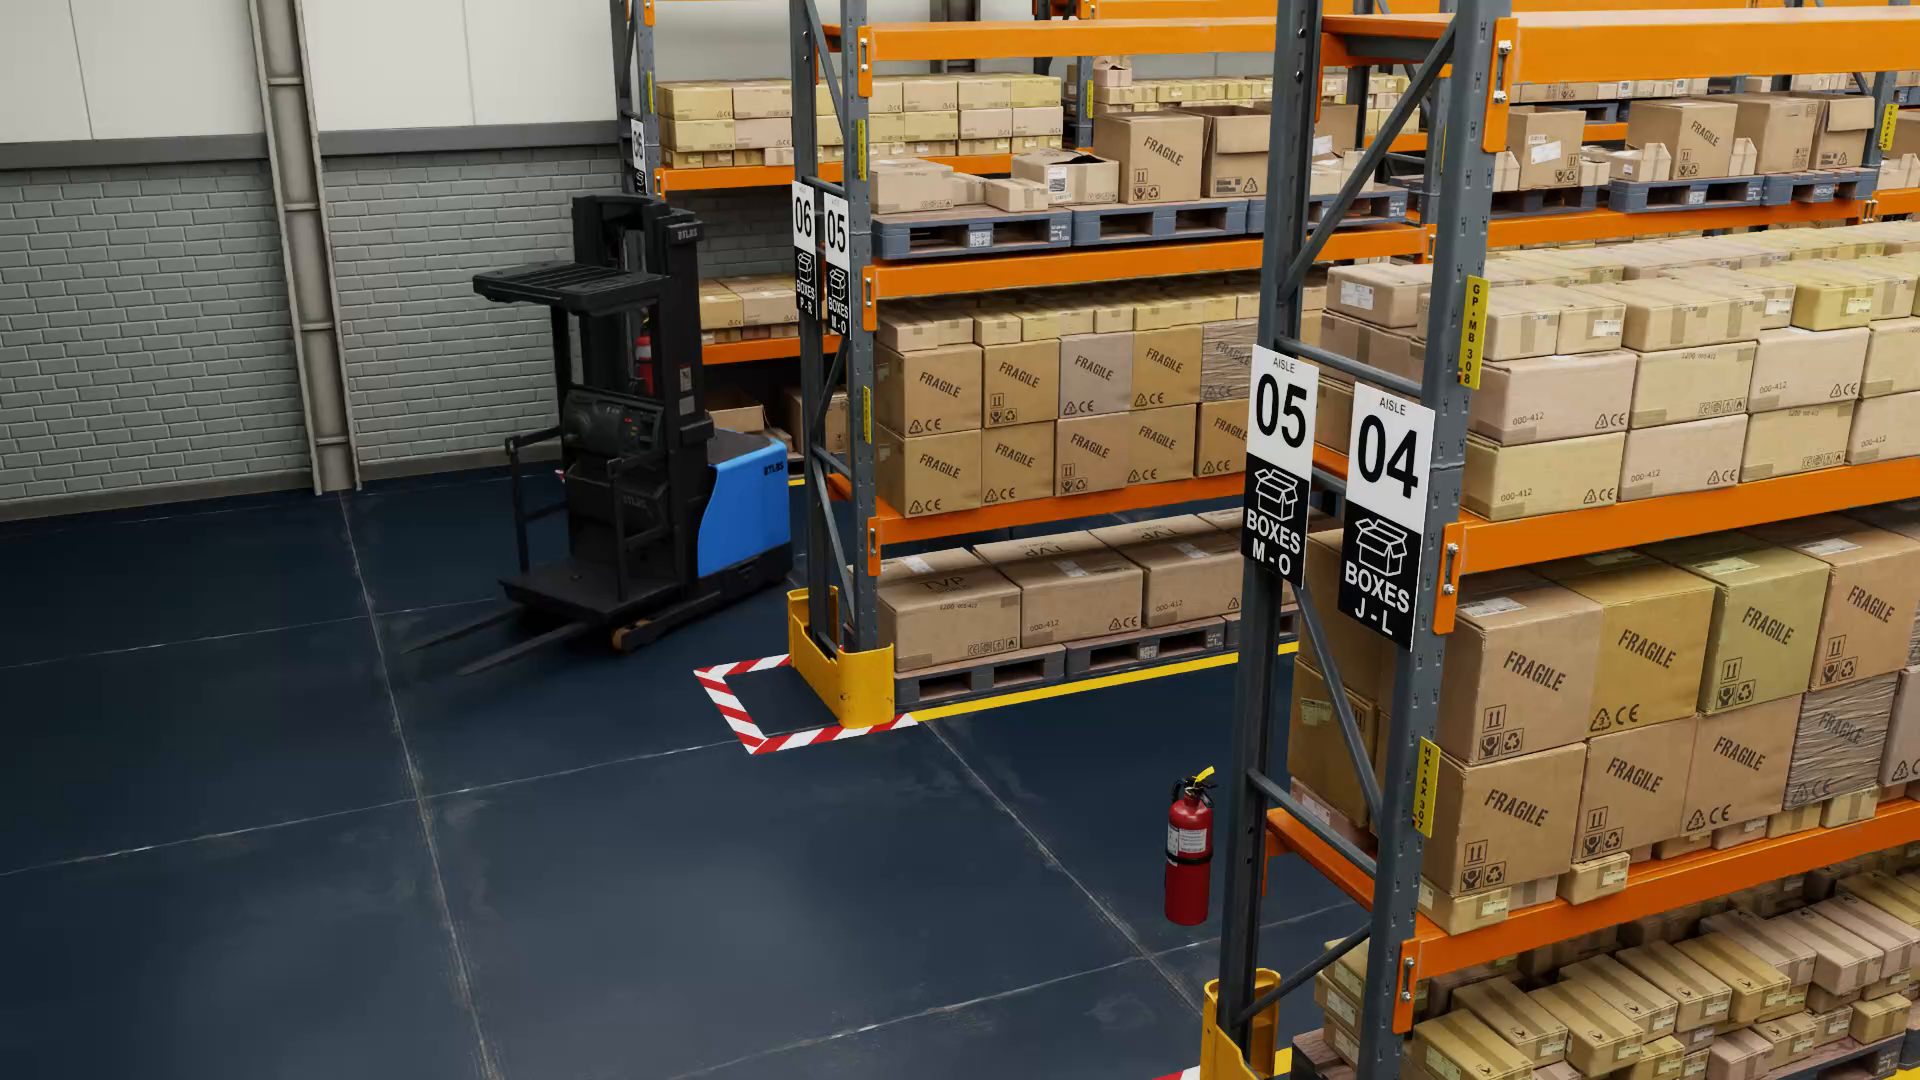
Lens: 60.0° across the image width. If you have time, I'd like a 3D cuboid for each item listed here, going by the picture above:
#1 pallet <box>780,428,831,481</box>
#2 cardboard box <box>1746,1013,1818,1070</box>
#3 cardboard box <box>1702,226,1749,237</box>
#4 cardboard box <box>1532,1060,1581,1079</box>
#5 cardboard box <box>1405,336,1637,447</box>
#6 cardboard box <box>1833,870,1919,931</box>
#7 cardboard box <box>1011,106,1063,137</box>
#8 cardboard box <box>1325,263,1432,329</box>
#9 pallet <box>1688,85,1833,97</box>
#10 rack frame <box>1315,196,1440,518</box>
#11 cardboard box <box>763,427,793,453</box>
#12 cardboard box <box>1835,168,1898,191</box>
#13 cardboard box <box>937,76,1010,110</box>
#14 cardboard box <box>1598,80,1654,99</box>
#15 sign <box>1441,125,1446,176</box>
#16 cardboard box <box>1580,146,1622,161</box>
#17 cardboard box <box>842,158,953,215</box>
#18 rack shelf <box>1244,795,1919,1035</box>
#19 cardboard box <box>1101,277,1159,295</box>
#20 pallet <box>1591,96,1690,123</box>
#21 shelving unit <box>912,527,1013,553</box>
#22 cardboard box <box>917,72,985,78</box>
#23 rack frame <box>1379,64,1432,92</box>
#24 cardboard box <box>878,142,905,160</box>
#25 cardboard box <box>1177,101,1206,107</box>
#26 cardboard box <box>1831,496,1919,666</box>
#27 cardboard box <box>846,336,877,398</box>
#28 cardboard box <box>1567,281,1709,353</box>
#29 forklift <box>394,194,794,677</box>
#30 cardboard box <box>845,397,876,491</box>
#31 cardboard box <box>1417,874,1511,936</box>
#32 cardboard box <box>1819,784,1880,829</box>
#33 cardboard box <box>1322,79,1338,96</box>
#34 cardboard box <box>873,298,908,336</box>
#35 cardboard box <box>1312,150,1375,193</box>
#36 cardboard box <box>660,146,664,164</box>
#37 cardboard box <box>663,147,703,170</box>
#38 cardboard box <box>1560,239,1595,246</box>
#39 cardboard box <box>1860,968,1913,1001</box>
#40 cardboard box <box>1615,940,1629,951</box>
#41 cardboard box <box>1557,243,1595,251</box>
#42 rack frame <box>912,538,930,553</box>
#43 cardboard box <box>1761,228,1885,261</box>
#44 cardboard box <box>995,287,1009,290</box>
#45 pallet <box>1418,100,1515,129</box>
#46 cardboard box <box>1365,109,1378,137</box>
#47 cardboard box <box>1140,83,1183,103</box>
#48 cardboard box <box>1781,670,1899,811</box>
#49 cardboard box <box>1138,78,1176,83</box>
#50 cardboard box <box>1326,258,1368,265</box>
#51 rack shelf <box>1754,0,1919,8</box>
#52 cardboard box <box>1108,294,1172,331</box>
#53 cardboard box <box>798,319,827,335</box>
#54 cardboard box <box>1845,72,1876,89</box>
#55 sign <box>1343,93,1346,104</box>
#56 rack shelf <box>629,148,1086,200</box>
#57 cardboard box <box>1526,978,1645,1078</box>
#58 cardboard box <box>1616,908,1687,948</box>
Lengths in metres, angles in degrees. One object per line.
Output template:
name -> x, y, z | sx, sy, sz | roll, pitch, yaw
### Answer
pallet -> -1.922, -0.761, 15.366 | 1.213, 0.211, 1.003 | -8, 21, -22
cardboard box -> 3.323, 2.016, 6.941 | 0.250, 0.149, 0.380 | -8, 21, -22
cardboard box -> 8.806, -3.566, 18.982 | 0.500, 0.500, 0.500 | -9, 21, -23
cardboard box -> 2.156, 2.045, 6.410 | 0.250, 0.149, 0.380 | -8, 21, -22
cardboard box -> 1.815, -0.512, 5.415 | 0.500, 0.250, 0.500 | -8, 21, -21
cardboard box -> 4.035, 1.605, 7.211 | 0.250, 0.149, 0.380 | -7, 21, -20
cardboard box -> 0.606, -3.832, 15.150 | 0.500, 0.250, 0.500 | -8, 21, -22
cardboard box -> 1.489, -0.853, 5.785 | 0.250, 0.149, 0.380 | -8, 21, -22
pallet -> 9.068, -5.033, 18.917 | 1.213, 0.211, 1.003 | -8, 21, -22
rack frame -> 2.919, -0.974, 11.773 | 0.127, 3.000, 1.000 | -8, 21, -22
cardboard box -> -1.719, -0.910, 15.251 | 0.250, 0.149, 0.380 | -9, 21, -24
cardboard box -> 6.949, -2.786, 12.781 | 0.250, 0.149, 0.380 | -8, 21, -22
cardboard box -> 0.119, -3.999, 14.870 | 0.500, 0.250, 0.500 | -9, 21, -23
cardboard box -> 7.022, -4.887, 17.721 | 0.500, 0.311, 0.500 | -9, 21, -24
sign -> 3.140, -2.501, 10.695 | 0.005, 0.325, 0.100 | -8, 21, -22
cardboard box -> 4.596, -2.772, 12.080 | 0.250, 0.166, 0.380 | -6, 20, -17
cardboard box -> -0.376, -2.124, 9.965 | 0.500, 0.250, 0.500 | -10, 22, -27
rack shelf -> 3.136, 1.124, 6.896 | 4.000, 0.370, 1.077 | -8, 21, -22
cardboard box -> 1.121, -1.642, 11.036 | 0.250, 0.149, 0.380 | -8, 21, -22
pallet -> 7.490, -4.745, 18.252 | 1.217, 0.209, 0.805 | -9, 21, -24
shelving unit -> 0.006, -0.708, 13.275 | 0.755, 1.500, 0.431 | -8, 21, -22
cardboard box -> -0.087, -4.156, 15.319 | 0.500, 0.250, 0.500 | -9, 21, -23
rack frame -> 4.622, -5.843, 16.568 | 0.127, 3.000, 1.000 | -8, 21, -22
cardboard box -> -0.666, -3.435, 14.623 | 0.250, 0.149, 0.380 | -8, 21, -21
cardboard box -> 2.093, -4.041, 15.561 | 0.250, 0.149, 0.380 | -8, 21, -21
cardboard box -> 3.700, 0.140, 6.505 | 0.500, 0.500, 0.500 | -8, 21, -21
cardboard box -> -0.405, -1.103, 10.482 | 0.500, 0.500, 0.500 | -7, 21, -20
cardboard box -> 2.207, -0.735, 5.448 | 0.250, 0.149, 0.380 | -8, 21, -22
forklift -> -2.530, -0.795, 11.365 | 1.130, 2.935, 3.031 | 13, 23, 33
cardboard box -> -0.416, -0.639, 10.671 | 0.500, 0.500, 0.500 | -8, 21, -22
cardboard box -> 1.727, 1.224, 5.908 | 0.250, 0.149, 0.380 | -8, 21, -22
cardboard box -> 3.396, 0.977, 6.609 | 0.250, 0.149, 0.380 | -8, 21, -21
cardboard box -> 3.463, -4.414, 16.203 | 0.250, 0.149, 0.380 | -9, 21, -23
cardboard box -> -0.504, -1.381, 10.295 | 0.250, 0.149, 0.380 | -8, 21, -21
cardboard box -> 2.459, -2.389, 10.695 | 0.258, 0.266, 0.396 | -7, 21, -20
cardboard box -> -2.521, -3.370, 14.439 | 0.250, 0.149, 0.380 | -8, 21, -20
cardboard box -> -2.338, -3.229, 14.037 | 0.250, 0.149, 0.380 | -8, 21, -21
cardboard box -> 6.534, -3.366, 18.040 | 0.500, 0.250, 0.500 | -8, 21, -21
cardboard box -> 3.831, 1.789, 7.136 | 0.250, 0.149, 0.380 | -8, 21, -21
cardboard box -> 2.861, 1.729, 7.308 | 0.250, 0.149, 0.380 | -7, 21, -19
cardboard box -> 6.538, -3.129, 18.118 | 0.500, 0.250, 0.500 | -7, 21, -20
rack frame -> -0.330, -0.660, 13.139 | 0.023, 1.500, 0.400 | -8, 21, -22
cardboard box -> 3.384, -1.123, 6.552 | 0.250, 0.149, 0.380 | -7, 21, -19
cardboard box -> 0.124, -2.345, 15.444 | 0.500, 0.250, 0.500 | -8, 21, -22
pallet -> 5.210, -4.456, 17.429 | 1.003, 0.211, 1.213 | -7, 21, -19
cardboard box -> 3.786, -4.150, 16.501 | 0.500, 0.250, 0.500 | -8, 21, -22
cardboard box -> 1.864, -4.152, 15.429 | 0.250, 0.149, 0.380 | -9, 21, -23
cardboard box -> 3.223, 0.678, 6.481 | 0.500, 0.500, 0.500 | -9, 21, -23
cardboard box -> 1.875, -4.352, 15.997 | 0.250, 0.149, 0.380 | -8, 21, -20
cardboard box -> 3.782, -2.904, 16.845 | 0.500, 0.250, 0.500 | -9, 21, -24
rack shelf -> 10.132, -6.105, 18.996 | 4.000, 0.370, 1.077 | -8, 21, -22
cardboard box -> 1.123, -1.426, 10.424 | 0.250, 0.149, 0.380 | -9, 21, -23
cardboard box -> -1.372, -1.946, 14.912 | 0.250, 0.149, 0.380 | -8, 21, -21
cardboard box -> 10.126, -5.473, 19.094 | 0.637, 0.503, 0.797 | -7, 21, -20
sign -> 2.695, -2.946, 11.603 | 0.005, 0.325, 0.100 | -8, 21, -22
rack shelf -> -0.887, -3.300, 14.944 | 4.000, 0.370, 1.077 | -8, 21, -22
cardboard box -> 2.403, 1.882, 6.426 | 0.250, 0.149, 0.380 | -8, 21, -22
cardboard box -> 2.900, 1.611, 7.195 | 0.250, 0.149, 0.380 | -9, 21, -24
